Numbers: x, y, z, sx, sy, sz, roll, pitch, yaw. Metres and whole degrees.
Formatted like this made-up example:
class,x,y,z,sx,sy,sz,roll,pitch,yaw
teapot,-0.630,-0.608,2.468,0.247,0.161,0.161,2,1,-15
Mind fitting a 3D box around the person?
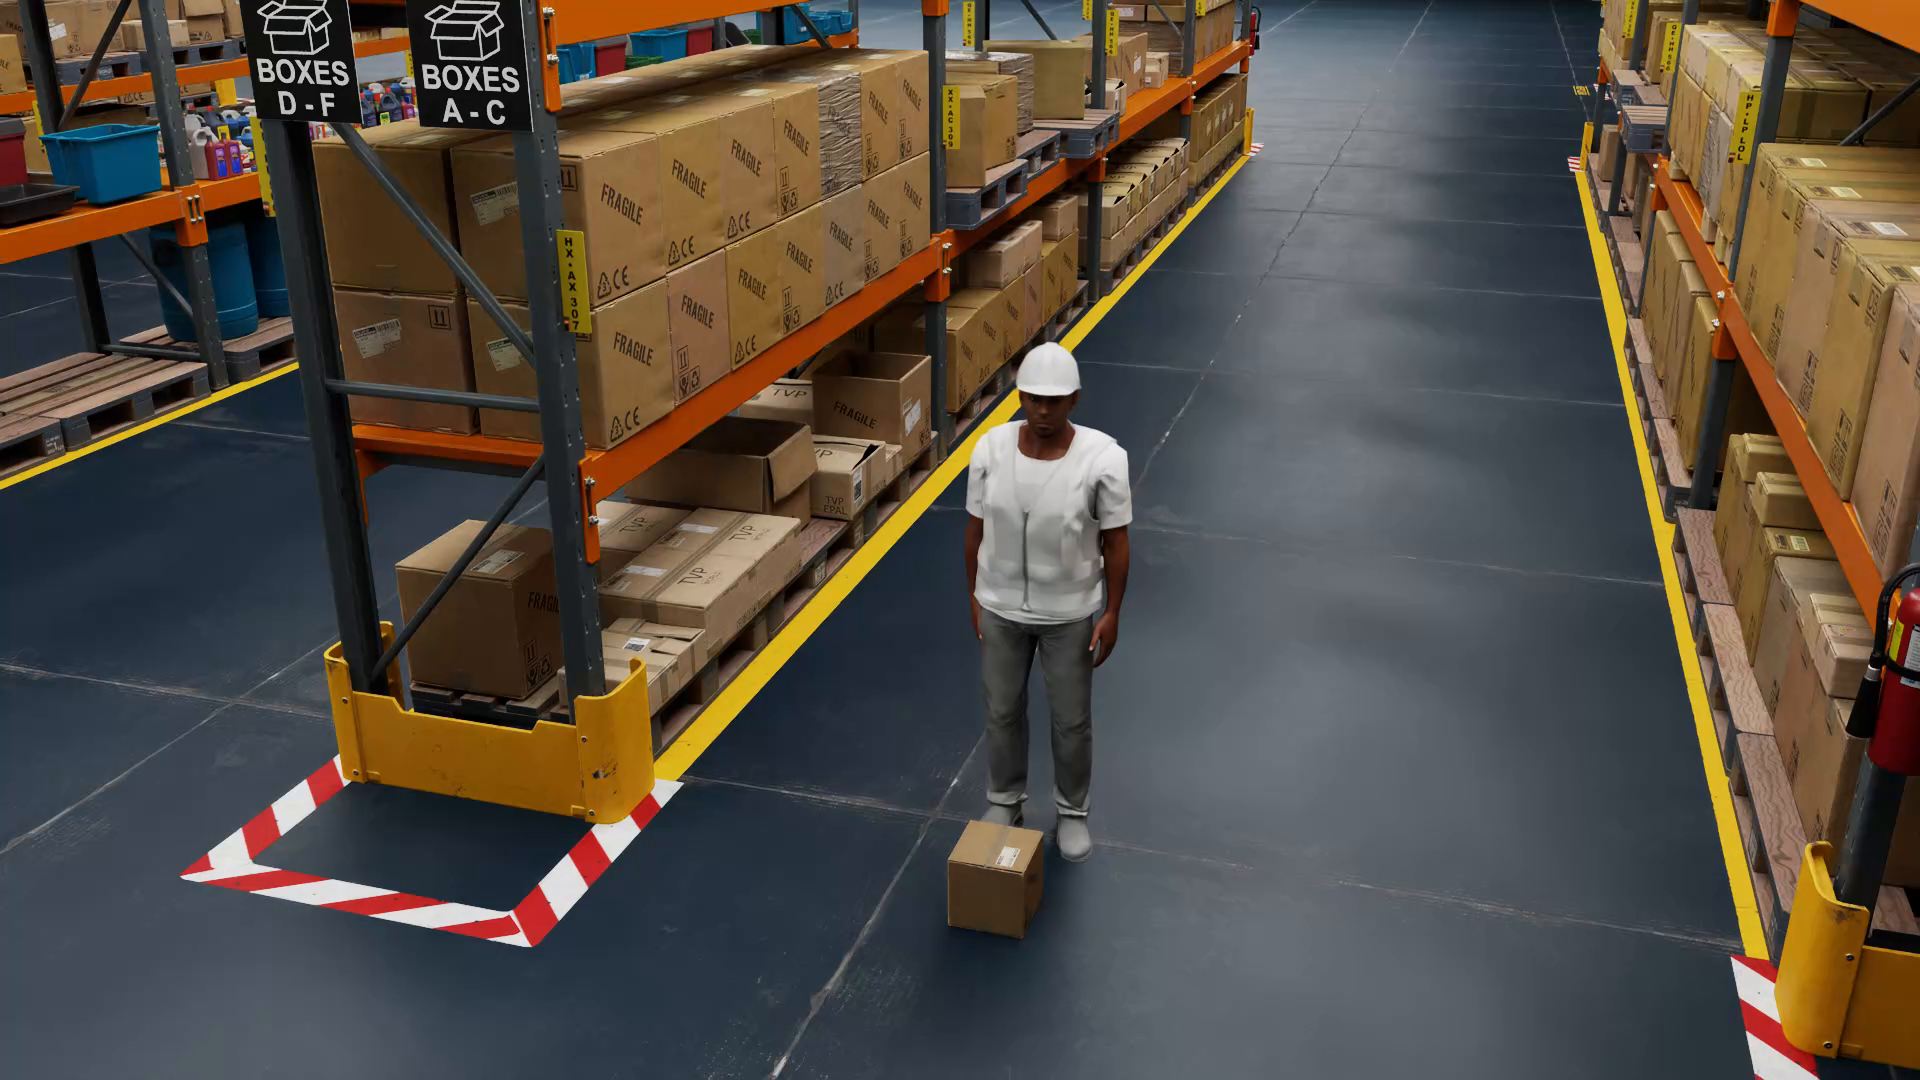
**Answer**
class,x,y,z,sx,sy,sz,roll,pitch,yaw
person,0.275,0.222,5.525,0.563,1.777,0.354,7,23,17
